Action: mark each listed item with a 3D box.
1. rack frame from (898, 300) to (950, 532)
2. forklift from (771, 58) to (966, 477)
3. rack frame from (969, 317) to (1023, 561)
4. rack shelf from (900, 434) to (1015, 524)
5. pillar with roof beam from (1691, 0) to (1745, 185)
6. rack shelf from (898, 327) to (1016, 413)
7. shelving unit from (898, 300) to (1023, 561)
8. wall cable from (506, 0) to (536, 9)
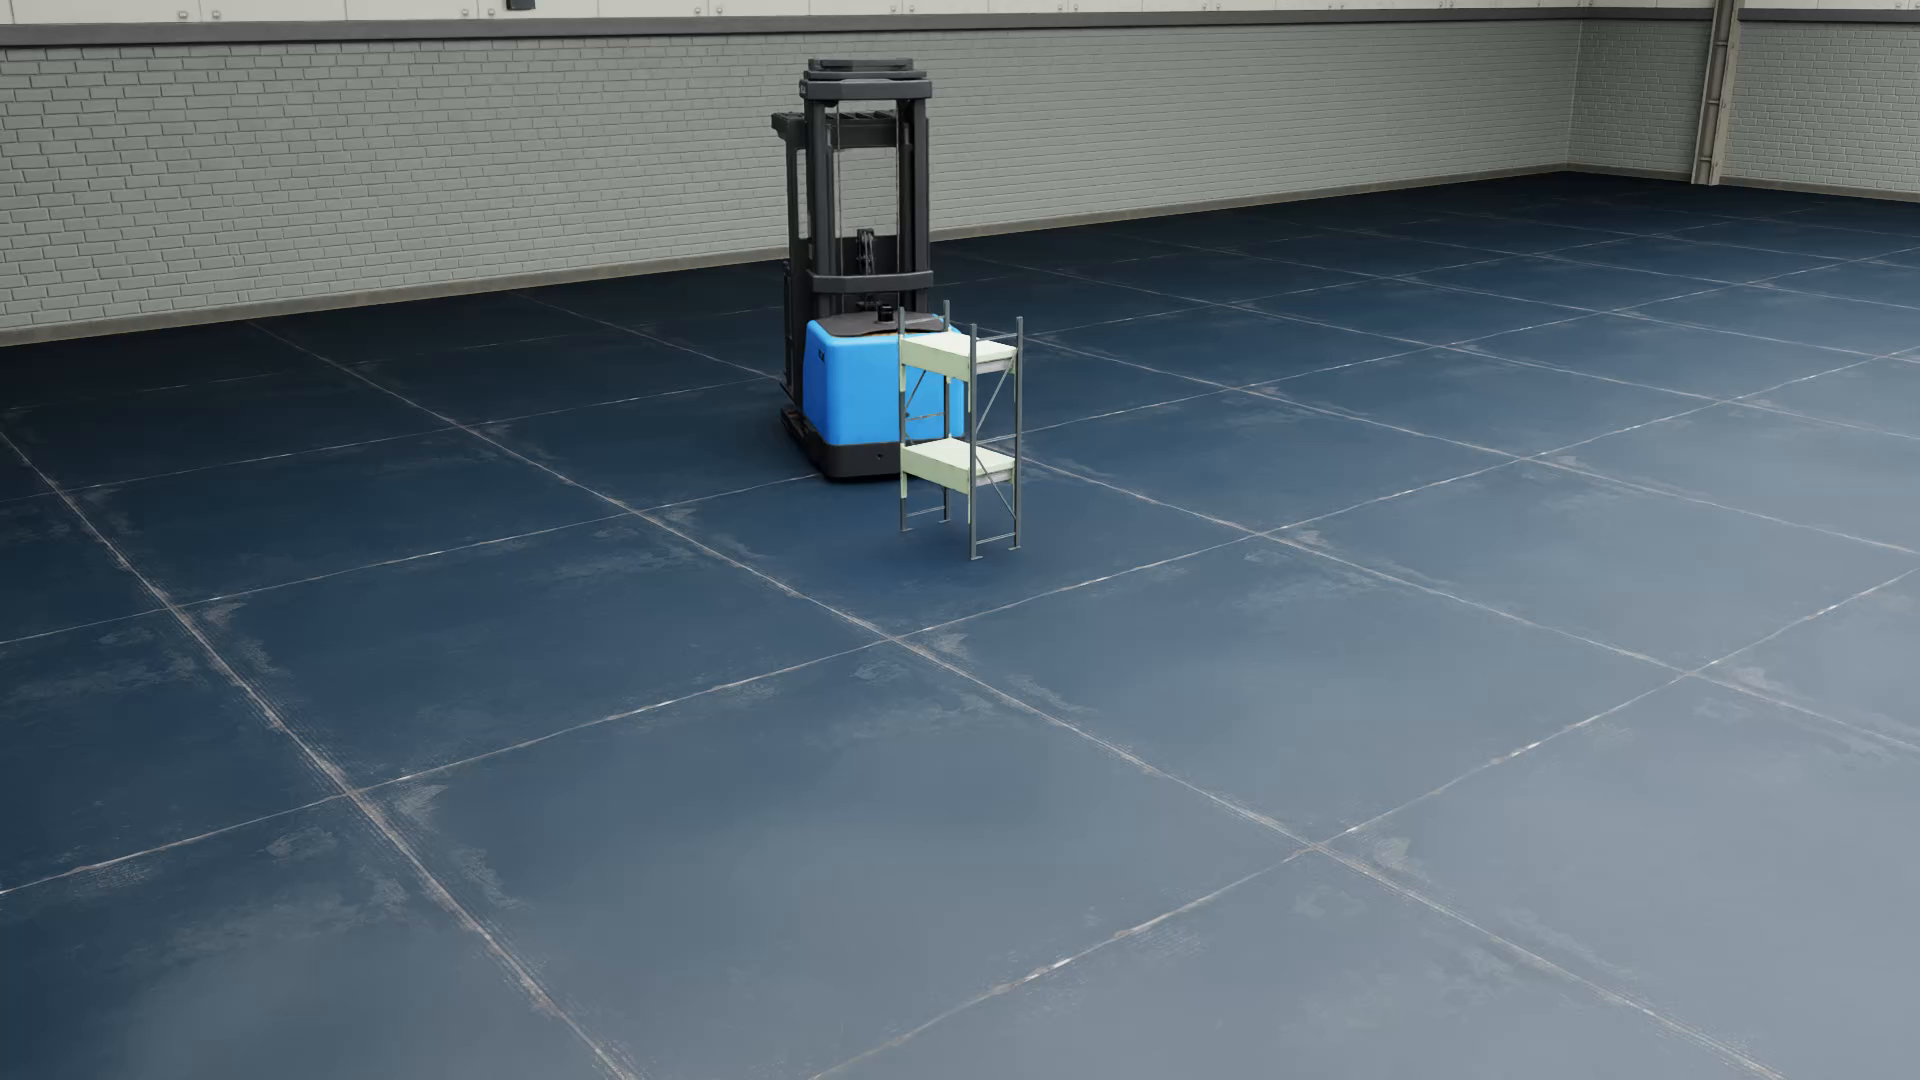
[{"bbox_3d":[-0.231,-0.804,10.904,0.400,1.500,0.023,-14,23,-36],"label":"rack frame"},{"bbox_3d":[-0.838,-2.269,13.051,1.130,2.935,3.031,-5,19,-15],"label":"forklift"},{"bbox_3d":[0.223,-0.623,10.359,0.400,1.500,0.023,-14,23,-36],"label":"rack frame"},{"bbox_3d":[-0.004,-0.404,10.734,0.431,0.370,0.720,-14,23,-36],"label":"rack shelf"},{"bbox_3d":[10.401,-10.016,26.795,9.100,9.000,0.400,-14,23,-36],"label":"pillar with roof beam"},{"bbox_3d":[-0.004,-1.084,10.509,0.431,0.370,0.720,-14,23,-36],"label":"rack shelf"},{"bbox_3d":[-0.004,-0.714,10.632,0.431,1.500,0.755,-14,23,-36],"label":"shelving unit"},{"bbox_3d":[-4.258,-9.156,18.787,2.305,6.003,0.169,-14,23,-36],"label":"wall cable"}]
